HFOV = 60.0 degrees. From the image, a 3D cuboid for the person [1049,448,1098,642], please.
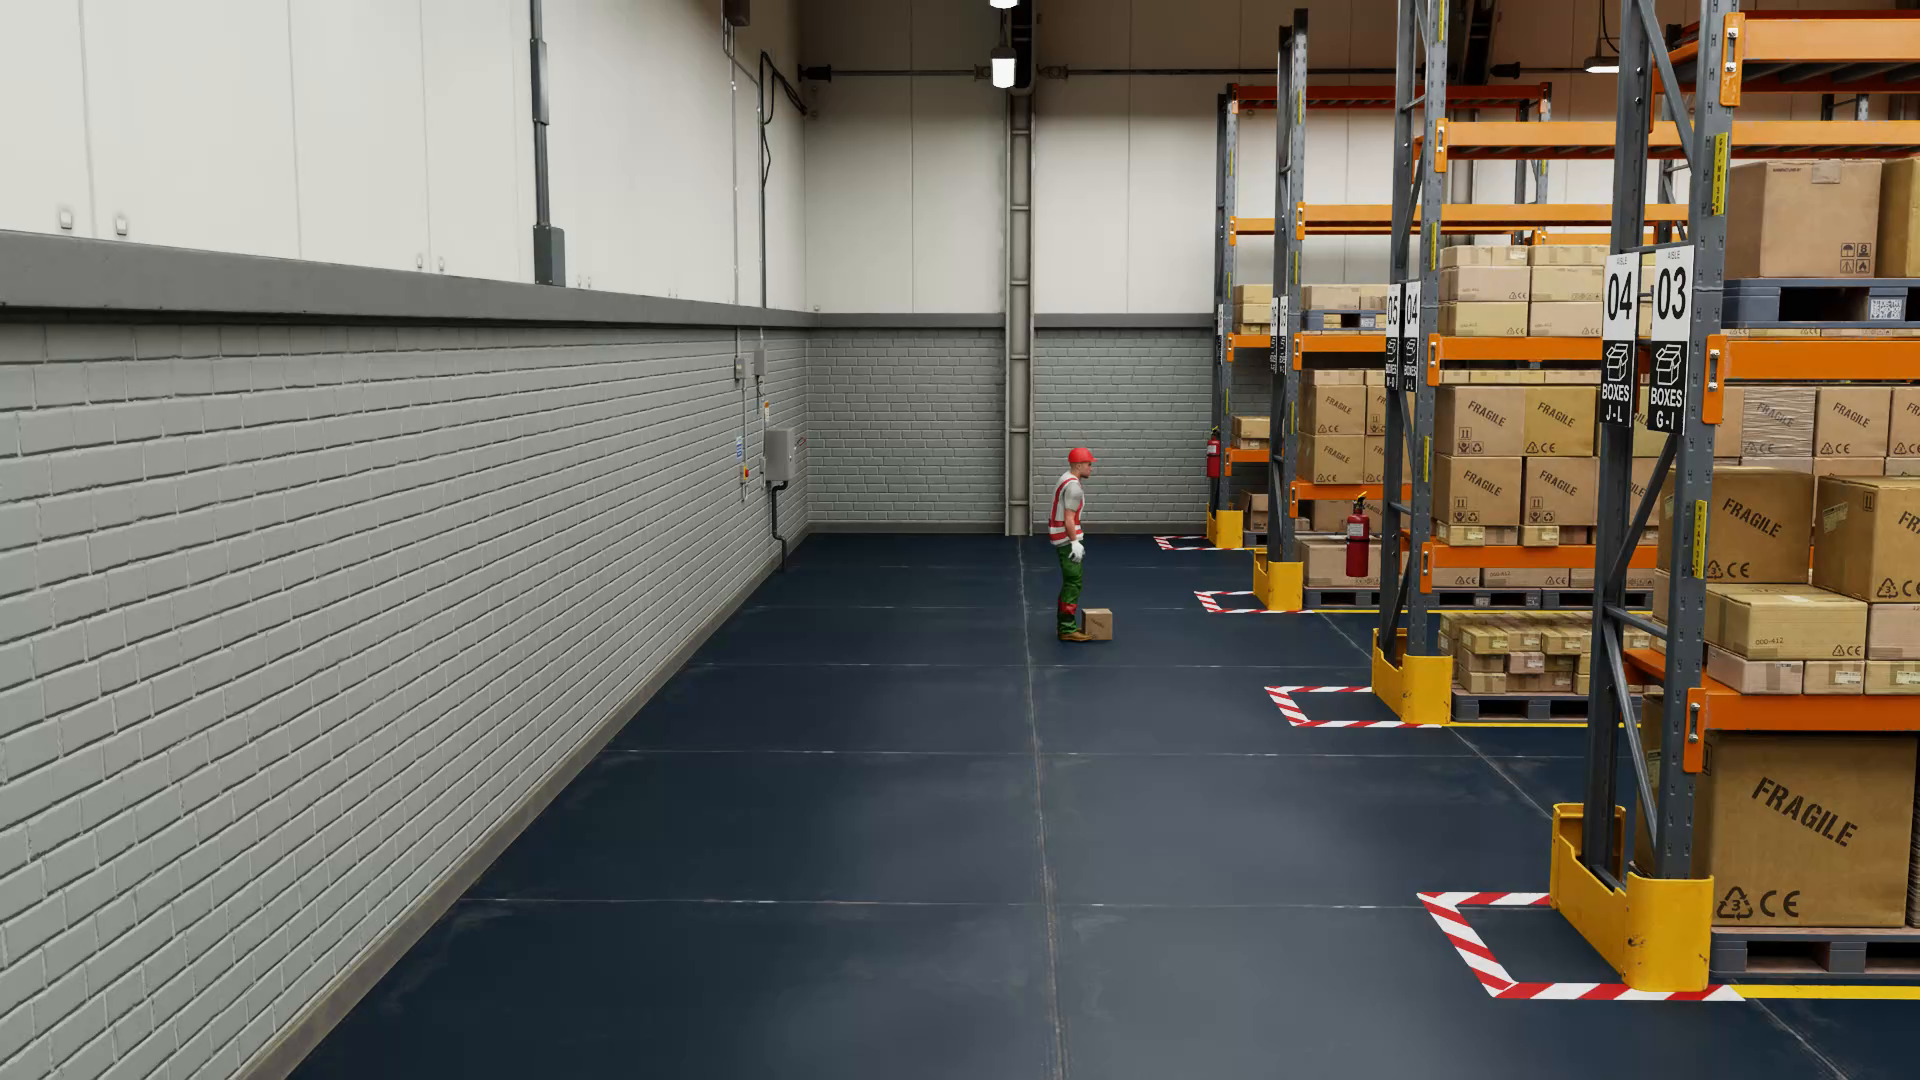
[{"bbox_3d":[1.055,0.029,15.469,0.455,1.779,0.611,0,7,1],"label":"person"}]
